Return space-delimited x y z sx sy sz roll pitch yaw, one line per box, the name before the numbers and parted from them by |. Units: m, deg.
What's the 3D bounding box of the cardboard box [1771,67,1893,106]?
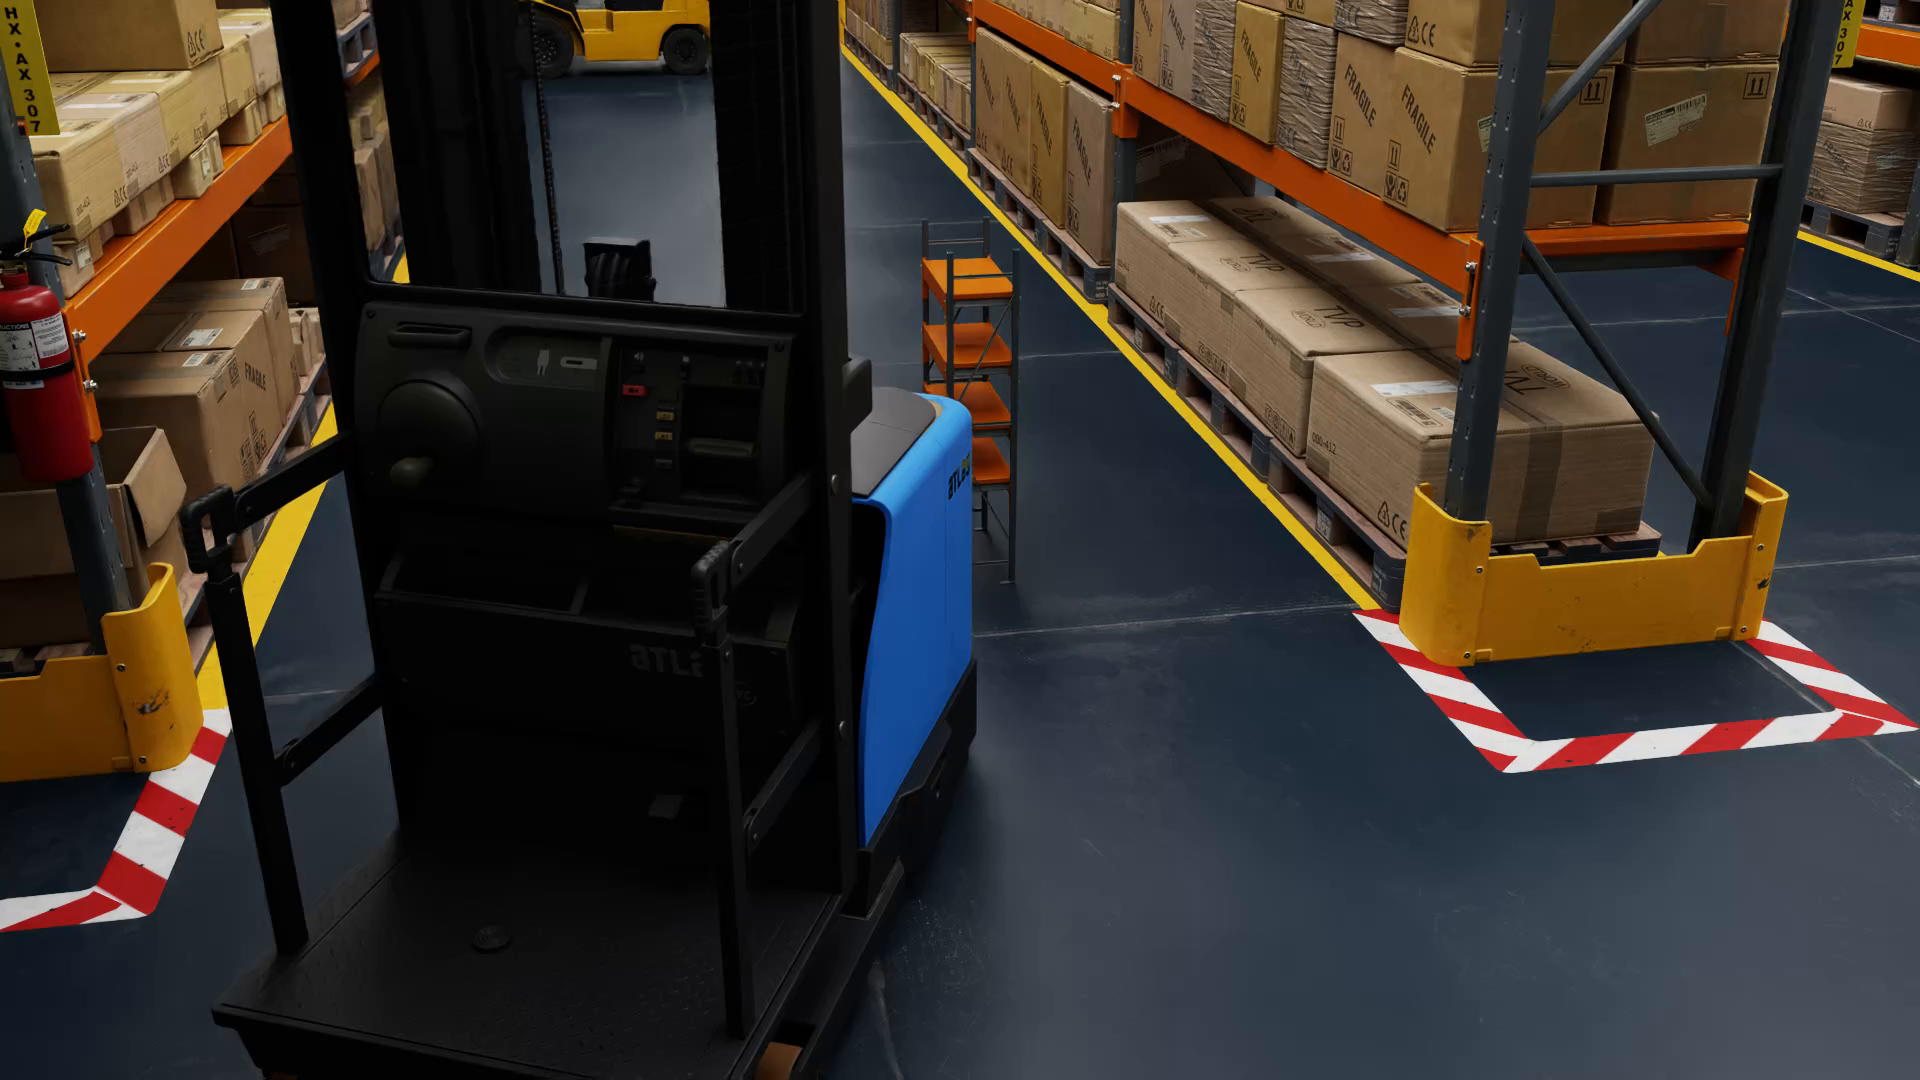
cardboard box | 5.700 -2.931 10.874 0.500 0.250 0.500 -3 24 -7

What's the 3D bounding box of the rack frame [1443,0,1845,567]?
rack frame | 2.061 -1.083 4.983 1.000 3.000 0.127 -4 24 -10

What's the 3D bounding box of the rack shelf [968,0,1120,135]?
rack shelf | 0.952 -3.114 10.531 1.077 0.370 4.000 -4 24 -10

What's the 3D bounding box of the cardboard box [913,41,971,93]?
cardboard box | 0.078 -4.303 15.113 0.950 0.372 0.625 -3 24 -6

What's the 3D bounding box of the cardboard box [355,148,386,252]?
cardboard box | -3.620 -1.947 9.559 0.500 0.500 0.500 -5 24 -11

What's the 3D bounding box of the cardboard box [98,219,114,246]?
cardboard box | -2.782 -0.947 4.983 0.380 0.149 0.250 -5 24 -10

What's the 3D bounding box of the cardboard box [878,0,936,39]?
cardboard box | -0.531 -5.292 16.594 0.500 0.500 0.500 -5 24 -10

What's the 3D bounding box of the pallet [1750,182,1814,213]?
pallet | 5.793 -2.572 11.875 1.003 0.211 1.213 -4 24 -10

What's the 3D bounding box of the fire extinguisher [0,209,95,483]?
fire extinguisher | -2.335 -0.485 4.174 0.296 0.674 0.183 -4 24 -10

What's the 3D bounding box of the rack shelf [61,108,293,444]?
rack shelf | -3.186 -1.172 6.084 1.077 0.370 4.000 -4 24 -10

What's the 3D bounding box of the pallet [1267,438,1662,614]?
pallet | 1.837 -0.114 6.248 1.003 0.211 1.213 -4 24 -10

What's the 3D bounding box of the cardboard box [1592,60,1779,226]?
cardboard box | 2.255 -1.339 5.444 0.500 0.500 0.500 -4 24 -10

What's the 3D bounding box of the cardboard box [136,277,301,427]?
cardboard box | -3.148 -0.757 6.833 0.700 0.500 0.500 -5 24 -12

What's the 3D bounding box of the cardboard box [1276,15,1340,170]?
cardboard box | 1.529 -1.700 6.269 0.500 0.500 0.500 -4 24 -8

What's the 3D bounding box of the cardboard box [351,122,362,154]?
cardboard box | -3.663 -2.302 9.561 0.380 0.149 0.250 -3 24 -8

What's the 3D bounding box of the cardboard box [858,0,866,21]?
cardboard box | -0.829 -5.903 17.991 0.500 0.500 0.500 -4 24 -9

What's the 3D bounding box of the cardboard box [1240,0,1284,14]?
cardboard box | 1.433 -2.356 6.522 0.500 0.500 0.500 -4 24 -10

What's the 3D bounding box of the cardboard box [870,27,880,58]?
cardboard box | -0.639 -5.157 17.221 0.500 0.250 0.500 -5 24 -11

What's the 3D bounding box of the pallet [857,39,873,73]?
pallet | -0.545 -5.268 18.048 1.003 0.211 1.213 -4 24 -10

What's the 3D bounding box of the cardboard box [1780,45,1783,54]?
cardboard box | 5.995 -3.378 11.899 0.500 0.250 0.500 -4 24 -9

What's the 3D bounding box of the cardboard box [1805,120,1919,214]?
cardboard box | 5.783 -2.382 10.555 0.500 0.500 0.500 -5 24 -11

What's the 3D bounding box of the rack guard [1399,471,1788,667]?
rack guard | 2.066 0.072 5.462 1.175 0.500 0.348 -4 24 -10

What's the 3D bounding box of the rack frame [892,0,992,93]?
rack frame | -0.158 -5.803 15.790 1.000 3.000 0.127 -4 24 -10

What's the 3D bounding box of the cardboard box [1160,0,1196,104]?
cardboard box | 1.240 -2.300 7.645 0.500 0.500 0.500 -4 24 -9

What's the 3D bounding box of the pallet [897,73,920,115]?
pallet | -0.012 -4.219 15.647 1.003 0.211 1.213 -4 24 -10

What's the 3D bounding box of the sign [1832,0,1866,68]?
sign | 2.608 -1.555 4.882 0.100 0.325 0.005 -4 24 -10

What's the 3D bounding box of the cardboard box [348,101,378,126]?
cardboard box | -3.818 -2.613 10.273 0.380 0.149 0.250 -5 24 -11

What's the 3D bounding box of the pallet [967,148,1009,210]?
pallet | 0.654 -2.637 12.023 1.003 0.211 1.213 -4 24 -10

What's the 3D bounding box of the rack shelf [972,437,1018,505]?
rack shelf | 0.031 -0.241 5.967 0.258 0.148 0.480 -4 24 -10

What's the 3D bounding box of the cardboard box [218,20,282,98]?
cardboard box | -3.114 -1.977 6.845 0.500 0.250 0.500 -4 24 -10

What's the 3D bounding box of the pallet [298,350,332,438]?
pallet | -3.430 -0.740 7.680 1.003 0.211 1.213 -4 24 -10

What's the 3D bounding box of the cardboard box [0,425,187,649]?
cardboard box | -2.836 -0.011 5.121 0.797 0.503 0.637 -5 24 -12

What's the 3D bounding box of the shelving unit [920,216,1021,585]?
shelving unit | 0.031 -0.485 5.861 0.258 1.200 0.503 -4 24 -10

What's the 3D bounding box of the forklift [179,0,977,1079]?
forklift | -0.829 -0.225 3.103 1.130 2.935 3.031 6 24 14

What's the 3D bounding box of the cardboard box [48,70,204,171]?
cardboard box | -2.825 -1.378 5.473 0.500 0.250 0.500 -5 24 -11

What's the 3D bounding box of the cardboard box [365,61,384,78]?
cardboard box | -4.397 -3.212 12.299 0.875 0.625 0.625 -4 24 -8

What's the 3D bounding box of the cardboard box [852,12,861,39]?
cardboard box | -0.933 -5.770 18.625 0.500 0.250 0.500 -3 24 -8

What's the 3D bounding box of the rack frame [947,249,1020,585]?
rack frame | 0.076 -0.389 5.641 0.240 1.200 0.015 -4 24 -10

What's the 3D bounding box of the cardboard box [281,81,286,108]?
cardboard box | -3.179 -1.965 7.316 0.380 0.149 0.250 -4 24 -8

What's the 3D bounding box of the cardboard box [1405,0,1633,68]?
cardboard box | 1.738 -1.759 5.157 0.500 0.500 0.500 -4 24 -8

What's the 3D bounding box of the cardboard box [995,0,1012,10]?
cardboard box | 0.538 -3.750 11.275 0.500 0.250 0.500 -5 24 -11

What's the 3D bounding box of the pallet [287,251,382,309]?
pallet | -3.743 -1.327 9.025 1.003 0.211 1.213 -4 24 -10

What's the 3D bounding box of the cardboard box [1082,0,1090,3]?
cardboard box | 0.902 -3.169 9.320 0.500 0.250 0.500 -4 24 -8

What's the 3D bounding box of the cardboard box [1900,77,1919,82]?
cardboard box | 6.291 -2.764 10.492 0.500 0.250 0.500 -5 24 -12

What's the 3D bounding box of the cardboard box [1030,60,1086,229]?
cardboard box | 0.954 -2.468 10.284 0.875 0.875 0.875 -4 24 -8

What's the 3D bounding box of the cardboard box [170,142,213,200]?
cardboard box | -2.796 -1.260 5.700 0.380 0.149 0.250 -5 24 -11

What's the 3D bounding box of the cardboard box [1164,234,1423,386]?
cardboard box | 1.499 -1.068 7.624 0.875 0.438 0.875 -5 24 -11

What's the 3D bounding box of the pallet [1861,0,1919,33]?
pallet | 6.169 -3.286 10.267 1.003 0.211 1.213 -4 24 -10

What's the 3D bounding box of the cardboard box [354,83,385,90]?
cardboard box | -3.874 -2.925 10.987 0.380 0.149 0.250 -6 24 -12

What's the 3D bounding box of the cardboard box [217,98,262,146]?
cardboard box | -3.010 -1.661 6.620 0.380 0.149 0.250 -5 24 -11

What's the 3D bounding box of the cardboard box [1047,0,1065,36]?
cardboard box | 0.823 -3.146 9.893 0.500 0.250 0.500 -5 24 -11

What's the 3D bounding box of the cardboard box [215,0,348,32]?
cardboard box | -3.425 -2.733 8.110 0.700 0.500 0.500 -4 24 -8

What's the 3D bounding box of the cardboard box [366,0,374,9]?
cardboard box | -3.666 -3.245 9.284 0.700 0.500 0.500 -4 24 -10

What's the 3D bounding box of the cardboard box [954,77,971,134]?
cardboard box | 0.488 -3.441 13.140 0.950 0.372 0.625 -6 24 -13
